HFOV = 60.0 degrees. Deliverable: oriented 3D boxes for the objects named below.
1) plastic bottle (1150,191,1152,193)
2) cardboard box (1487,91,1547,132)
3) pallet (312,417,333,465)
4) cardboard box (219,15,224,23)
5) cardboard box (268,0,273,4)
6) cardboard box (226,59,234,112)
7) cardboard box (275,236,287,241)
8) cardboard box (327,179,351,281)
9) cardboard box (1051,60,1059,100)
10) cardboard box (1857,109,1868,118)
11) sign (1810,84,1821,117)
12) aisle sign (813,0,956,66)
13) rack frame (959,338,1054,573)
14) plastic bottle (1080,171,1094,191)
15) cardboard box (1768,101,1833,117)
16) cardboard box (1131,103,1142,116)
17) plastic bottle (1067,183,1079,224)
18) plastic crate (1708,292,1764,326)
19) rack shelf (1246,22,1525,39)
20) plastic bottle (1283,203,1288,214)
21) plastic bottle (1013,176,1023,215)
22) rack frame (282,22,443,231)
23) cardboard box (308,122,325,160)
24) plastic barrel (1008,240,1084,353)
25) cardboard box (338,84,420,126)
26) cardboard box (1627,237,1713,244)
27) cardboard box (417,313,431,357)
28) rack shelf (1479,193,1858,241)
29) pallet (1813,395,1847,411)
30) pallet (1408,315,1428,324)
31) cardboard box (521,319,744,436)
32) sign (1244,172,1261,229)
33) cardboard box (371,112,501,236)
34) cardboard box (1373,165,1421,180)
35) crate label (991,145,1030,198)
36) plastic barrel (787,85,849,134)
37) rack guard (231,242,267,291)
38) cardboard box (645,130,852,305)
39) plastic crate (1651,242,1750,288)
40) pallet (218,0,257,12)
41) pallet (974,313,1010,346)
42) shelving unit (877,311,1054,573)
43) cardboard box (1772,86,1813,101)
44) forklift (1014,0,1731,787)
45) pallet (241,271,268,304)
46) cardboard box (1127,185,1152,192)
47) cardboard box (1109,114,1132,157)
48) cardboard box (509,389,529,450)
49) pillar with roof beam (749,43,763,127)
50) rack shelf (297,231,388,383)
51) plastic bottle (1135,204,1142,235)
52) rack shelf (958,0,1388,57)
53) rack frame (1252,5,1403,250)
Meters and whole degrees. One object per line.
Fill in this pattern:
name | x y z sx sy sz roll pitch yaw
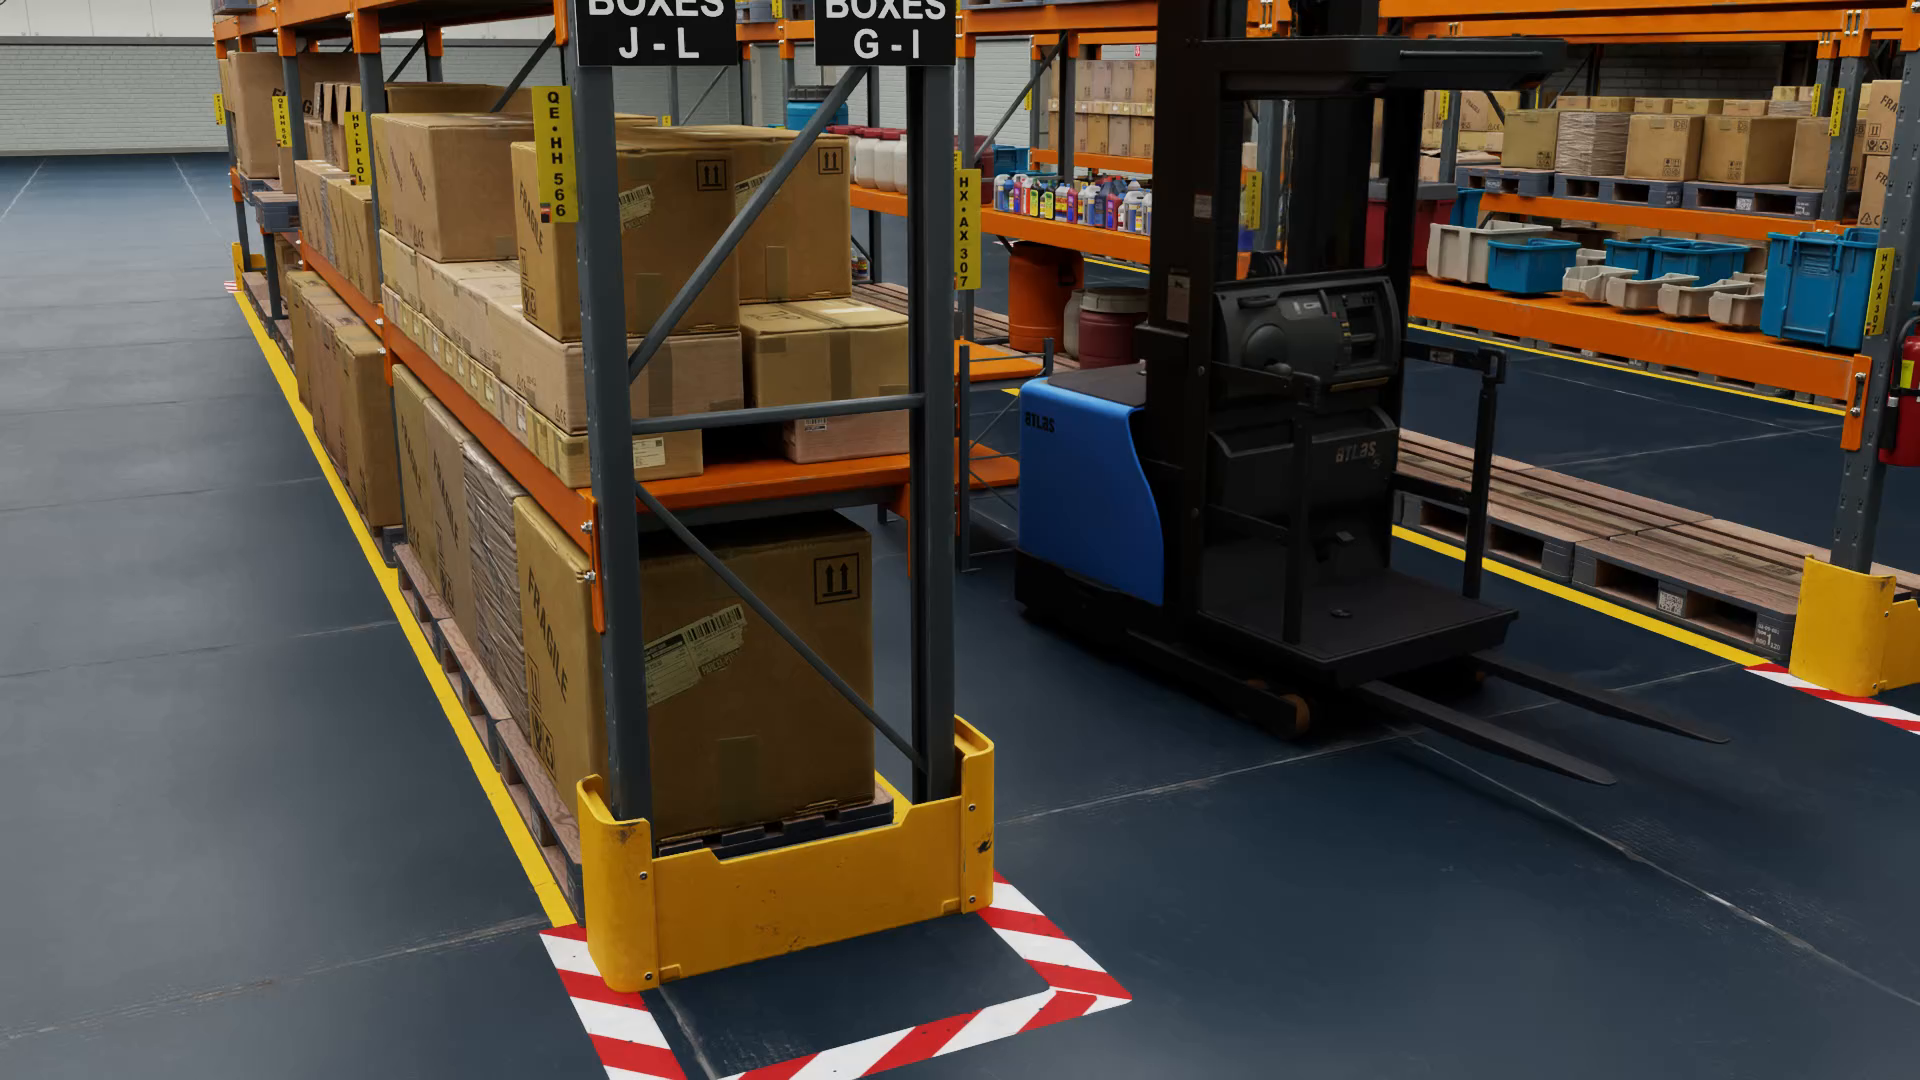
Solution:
plastic bottle | 1.309 -2.245 11.368 0.097 0.271 0.097 0 16 0
cardboard box | 7.126 -5.480 21.286 0.500 0.500 0.500 -8 18 -25
pallet | -3.717 -0.770 11.052 1.003 0.211 1.213 -8 18 -25
cardboard box | -7.076 -5.267 16.502 0.500 0.250 0.500 -8 18 -25
cardboard box | -4.423 -3.773 11.294 0.500 0.250 0.500 -8 18 -25
cardboard box | -6.846 -4.429 16.214 0.500 0.500 0.500 -8 18 -25
cardboard box | -6.691 -2.841 16.982 0.500 0.500 0.500 -6 17 -20
cardboard box | -3.138 -1.707 9.078 0.500 0.500 0.500 -8 18 -26
cardboard box | 1.624 -6.036 21.814 0.700 0.500 0.500 -8 18 -25
cardboard box | 9.346 -4.160 17.052 0.500 0.500 0.500 -7 17 -23
sign | 8.880 -4.561 17.252 0.100 0.325 0.005 -8 18 -25
aisle sign | -0.189 -1.599 4.173 0.394 0.787 0.004 -8 18 -25
rack frame | 0.226 -0.413 8.150 0.500 1.125 0.032 -8 18 -25
plastic bottle | 1.019 -2.809 13.312 0.061 0.283 0.133 -8 18 -25
cardboard box | 9.149 -4.486 17.965 0.700 0.500 0.500 -10 19 -31
cardboard box | 2.293 -5.220 20.144 0.380 0.149 0.250 -7 17 -23
plastic bottle | 0.822 -2.419 11.954 0.061 0.283 0.133 -8 18 -25
plastic crate | 3.443 -1.012 7.210 0.396 0.136 0.243 -8 18 -25
rack shelf | 4.036 -5.103 16.962 1.077 0.370 4.000 -8 18 -25
plastic bottle | 2.190 -2.114 10.903 0.152 0.276 0.135 -8 18 -25
plastic bottle | 0.460 -2.624 12.669 0.061 0.283 0.133 -8 18 -25
rack frame | -3.995 -2.315 11.380 1.000 3.000 0.127 -8 18 -25
cardboard box | -4.267 -2.694 11.758 0.500 0.500 0.500 -10 19 -32
plastic barrel | 0.687 -1.953 13.292 0.600 0.830 0.708 -8 18 -25
cardboard box | -3.106 -2.335 9.448 0.797 0.503 0.637 -7 17 -23
cardboard box | 6.013 -2.412 14.091 0.500 0.250 0.500 -8 18 -26
cardboard box | -1.951 -0.830 6.661 0.380 0.149 0.250 -8 18 -26
rack shelf | 5.788 -2.670 13.919 1.077 0.370 4.000 -8 18 -25
pallet | 6.965 -1.009 11.883 1.003 0.211 1.213 -8 18 -25
pallet | 4.587 -2.380 16.661 1.003 0.211 1.213 -8 18 -25
cardboard box | -0.941 -0.490 4.754 0.500 0.250 0.500 -8 18 -26
sign | 1.715 -1.989 9.741 0.100 0.325 0.005 -8 18 -25
cardboard box | -2.262 -1.605 7.279 0.500 0.500 0.500 -8 18 -25
cardboard box | 4.270 -3.580 16.244 0.380 0.149 0.250 -8 18 -25
crate label | 0.266 -3.210 14.433 0.502 0.435 0.616 -8 18 -25
plastic barrel | -1.398 -4.014 16.391 0.600 0.901 0.708 -8 18 -25
rack guard | -7.466 -3.078 18.572 1.175 0.500 0.348 -8 18 -25
cardboard box | -0.676 -1.038 5.304 0.500 0.500 0.500 -8 18 -26
plastic crate | 3.574 -1.306 8.058 0.416 0.233 0.300 -8 18 -25
pallet | -5.115 -4.236 12.975 1.213 0.211 1.003 -8 18 -25
pallet | 0.153 -1.770 14.536 1.003 0.211 1.213 -8 18 -25
shelving unit | 0.003 -0.539 8.590 0.538 1.125 1.048 -8 18 -25
cardboard box | 9.031 -4.842 18.031 0.380 0.149 0.250 -11 19 -34
forklift | 1.482 -0.819 6.292 1.130 2.935 3.031 -10 19 -32
pallet | -7.142 -2.734 17.895 1.003 0.211 1.213 -8 18 -25
cardboard box | 2.329 -4.081 20.398 0.500 0.500 0.500 -8 18 -25
cardboard box | 2.281 -5.042 20.702 0.700 0.500 0.500 -7 17 -23
cardboard box | -1.167 -0.386 5.114 0.380 0.149 0.250 -8 18 -25
pillar with roof beam | -10.070 -15.828 47.591 9.100 9.000 0.400 -8 18 -25
rack shelf | -3.118 -1.473 9.751 1.077 0.370 4.000 -8 18 -25
plastic bottle | 1.232 -2.159 11.198 0.097 0.201 0.097 0 16 0
rack shelf | 1.334 -3.514 11.423 1.077 0.370 4.000 -8 18 -25
rack frame | 2.210 -1.922 10.009 1.000 3.000 0.127 -8 18 -25
